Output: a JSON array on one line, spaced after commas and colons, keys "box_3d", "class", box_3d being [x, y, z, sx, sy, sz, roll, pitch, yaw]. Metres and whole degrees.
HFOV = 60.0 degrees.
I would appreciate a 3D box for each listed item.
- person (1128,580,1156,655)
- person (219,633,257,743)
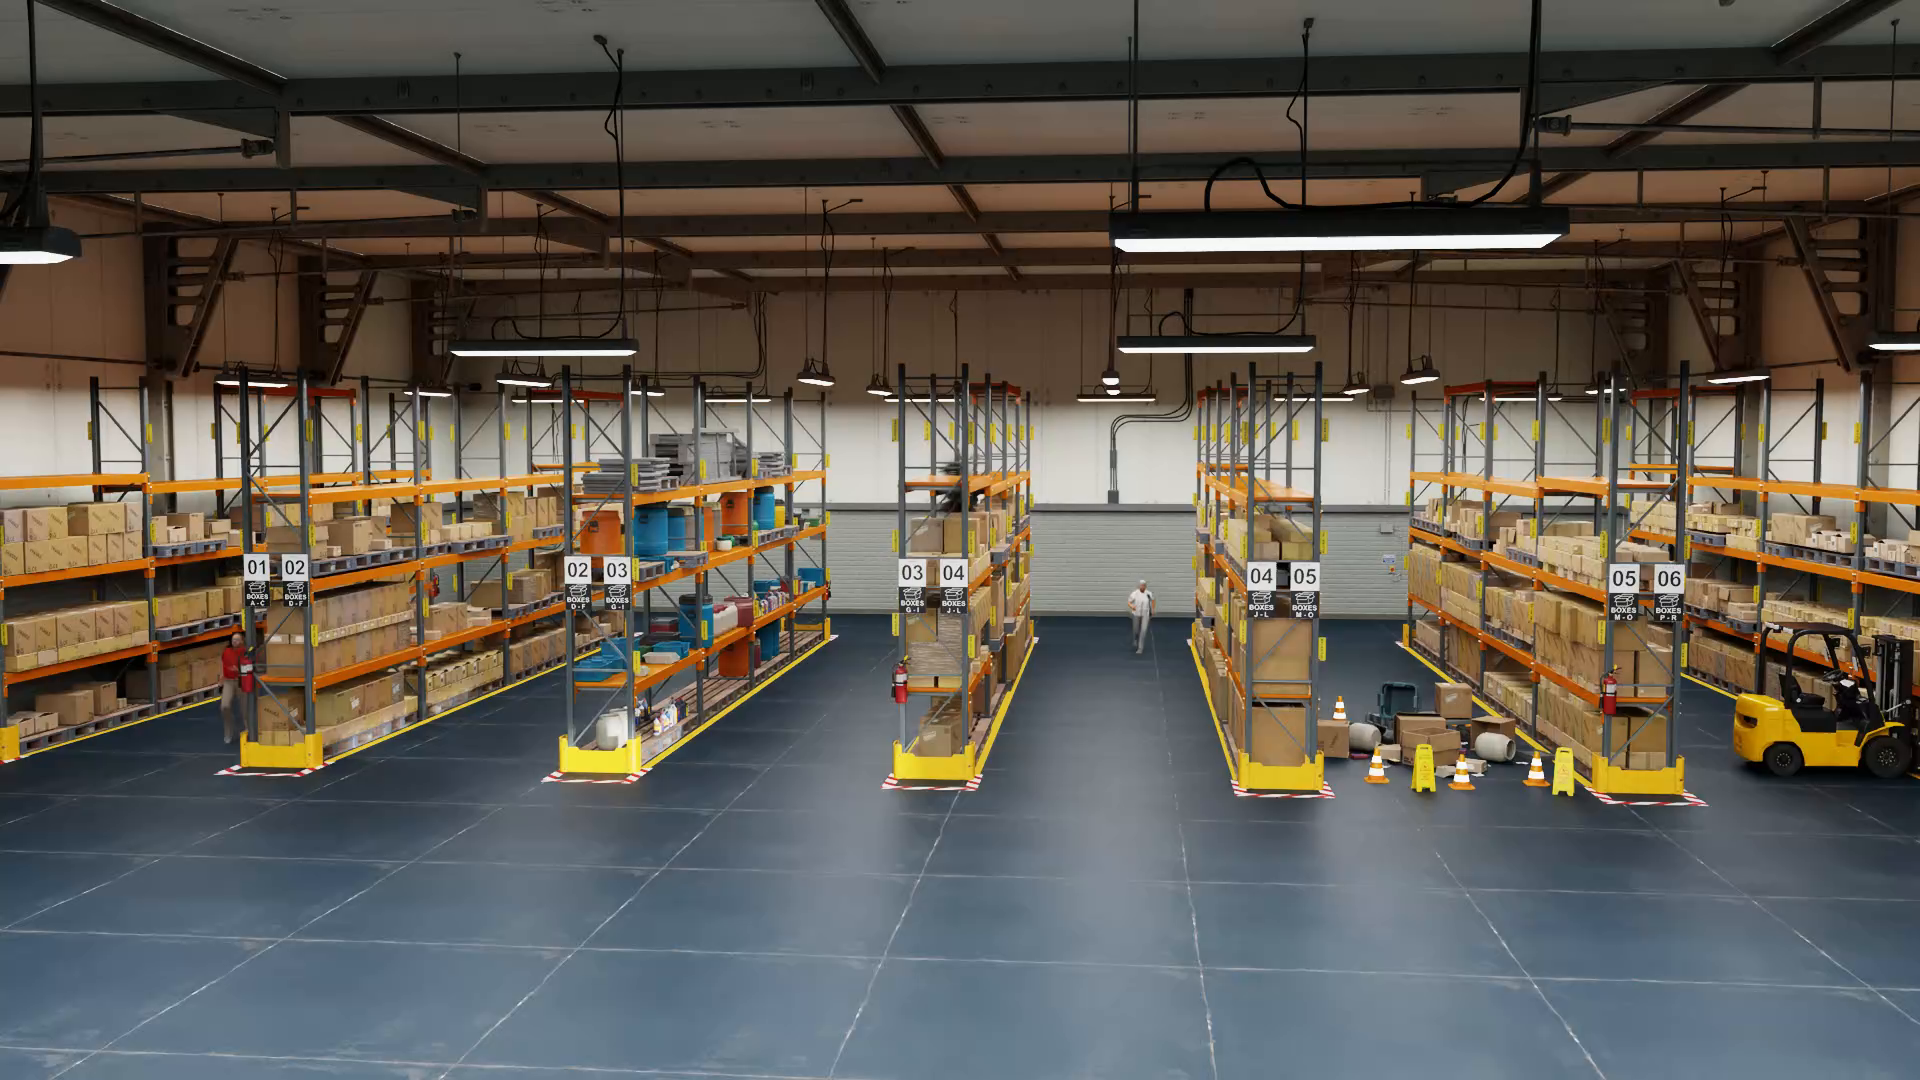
[{"box_3d": [4.160, 1.749, 38.074, 0.640, 1.677, 0.928, 0, 4, 4], "class": "person"}, {"box_3d": [-11.793, 2.413, 27.127, 0.631, 1.798, 0.762, 0, 4, -5], "class": "person"}]
